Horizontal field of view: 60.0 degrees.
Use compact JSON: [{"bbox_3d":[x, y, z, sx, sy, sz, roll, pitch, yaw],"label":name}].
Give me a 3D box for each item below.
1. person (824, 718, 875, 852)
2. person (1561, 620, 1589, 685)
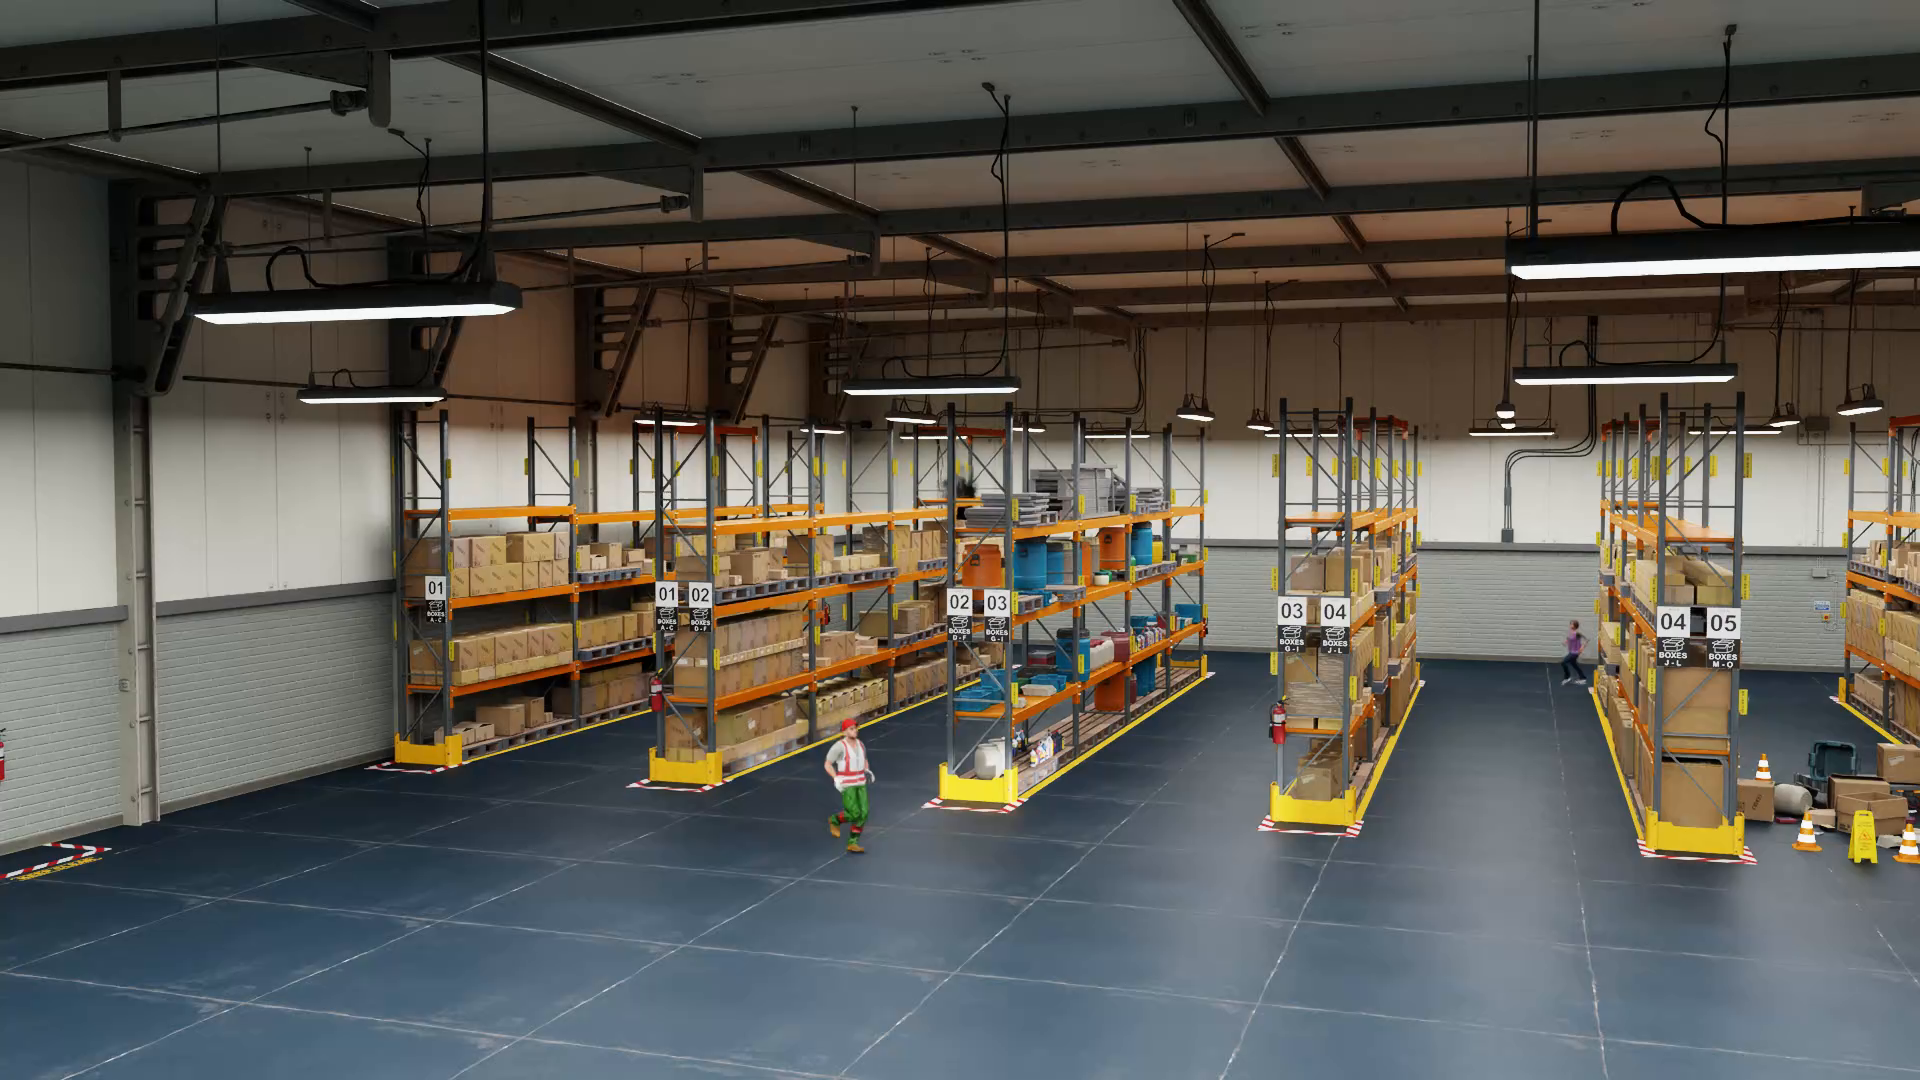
[{"bbox_3d":[-1.442,3.203,21.813,0.642,1.732,0.592,-2,3,-44],"label":"person"},{"bbox_3d":[14.209,2.602,38.385,0.674,1.553,0.675,0,2,-2],"label":"person"}]
